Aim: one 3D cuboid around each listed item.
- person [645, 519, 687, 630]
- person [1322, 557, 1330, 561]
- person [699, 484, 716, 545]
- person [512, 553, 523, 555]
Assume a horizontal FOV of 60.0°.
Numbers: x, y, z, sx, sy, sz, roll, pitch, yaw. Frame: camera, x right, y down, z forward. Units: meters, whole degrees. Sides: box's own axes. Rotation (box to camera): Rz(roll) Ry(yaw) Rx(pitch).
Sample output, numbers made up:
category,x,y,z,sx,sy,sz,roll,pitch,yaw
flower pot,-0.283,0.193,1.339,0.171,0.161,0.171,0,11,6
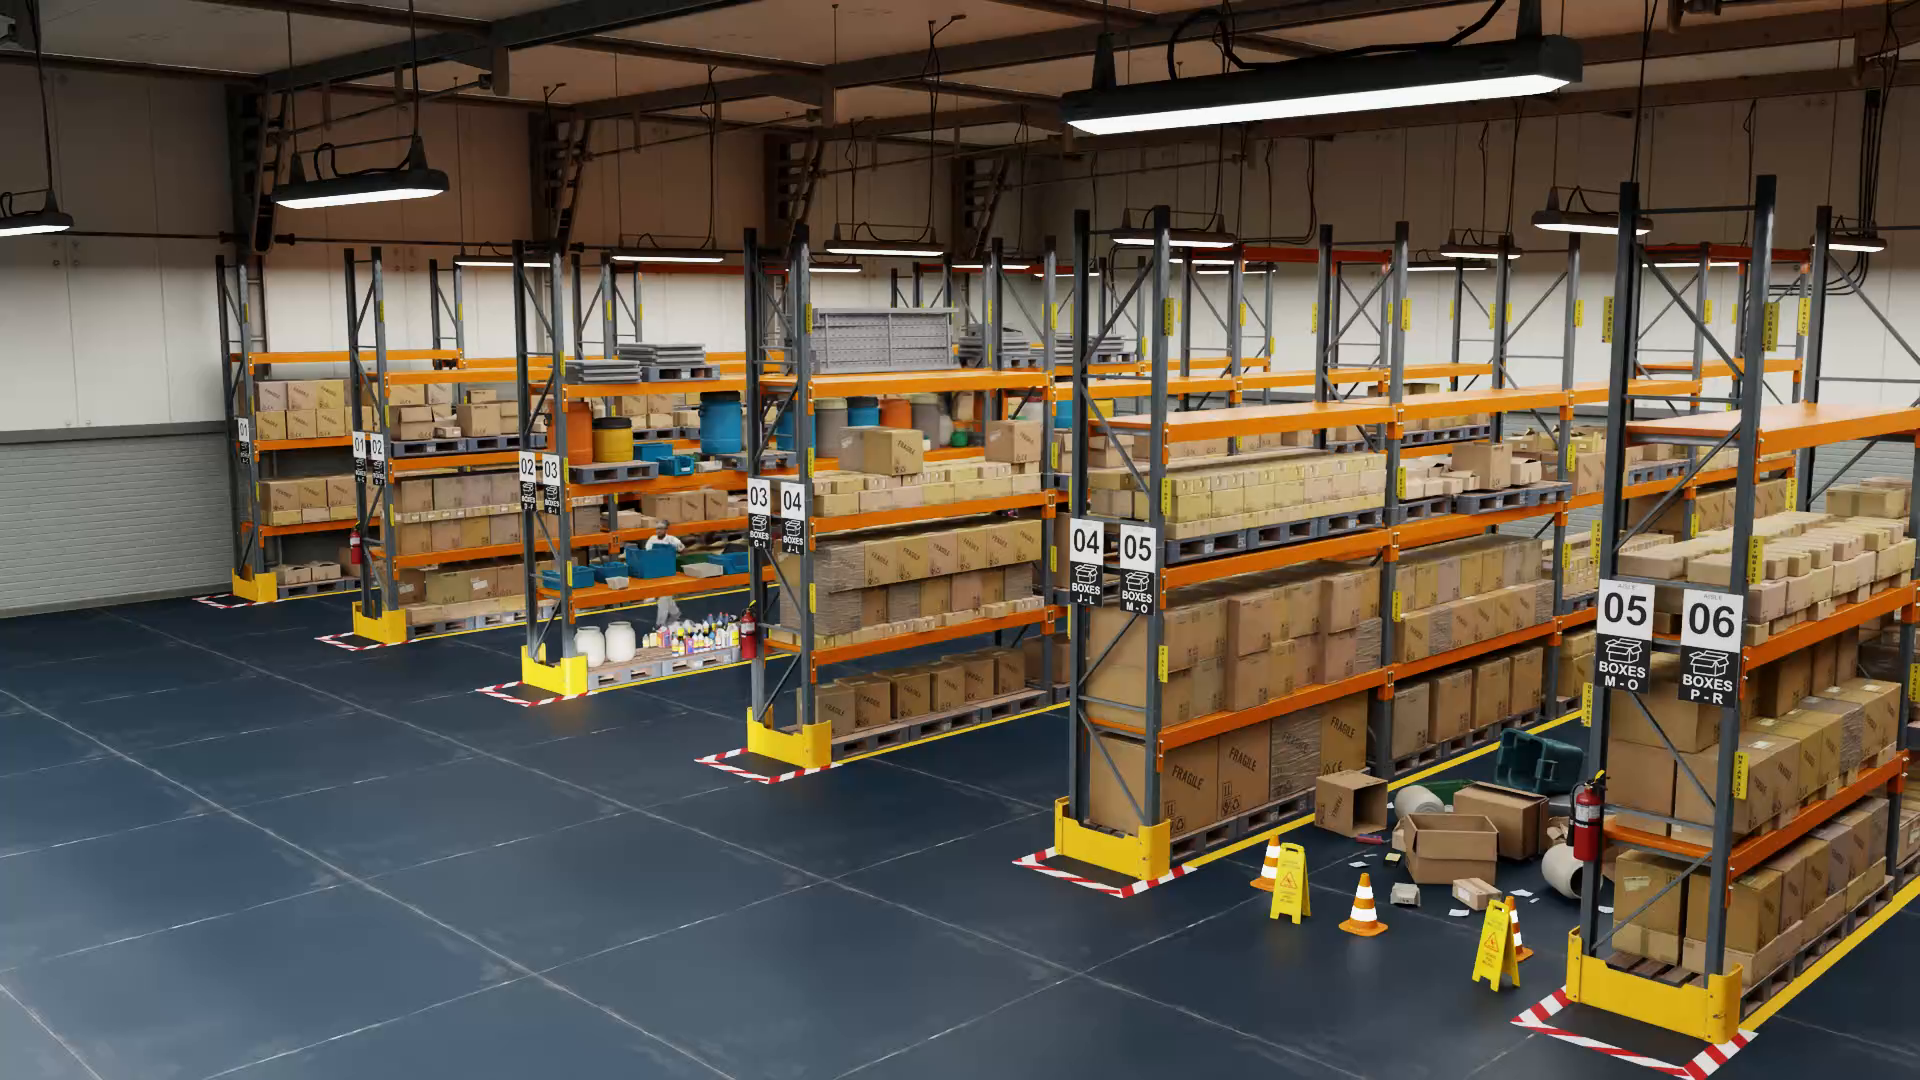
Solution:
category,x,y,z,sx,sy,sz,roll,pitch,yaw
person,-4.719,0.558,26.402,0.635,1.829,0.883,3,9,23
person,5.178,1.009,23.816,0.667,1.604,0.509,-7,11,-41
person,-4.885,-0.275,32.500,0.626,1.702,0.876,7,11,41
person,-7.826,0.243,29.103,0.557,1.612,0.566,7,10,39
